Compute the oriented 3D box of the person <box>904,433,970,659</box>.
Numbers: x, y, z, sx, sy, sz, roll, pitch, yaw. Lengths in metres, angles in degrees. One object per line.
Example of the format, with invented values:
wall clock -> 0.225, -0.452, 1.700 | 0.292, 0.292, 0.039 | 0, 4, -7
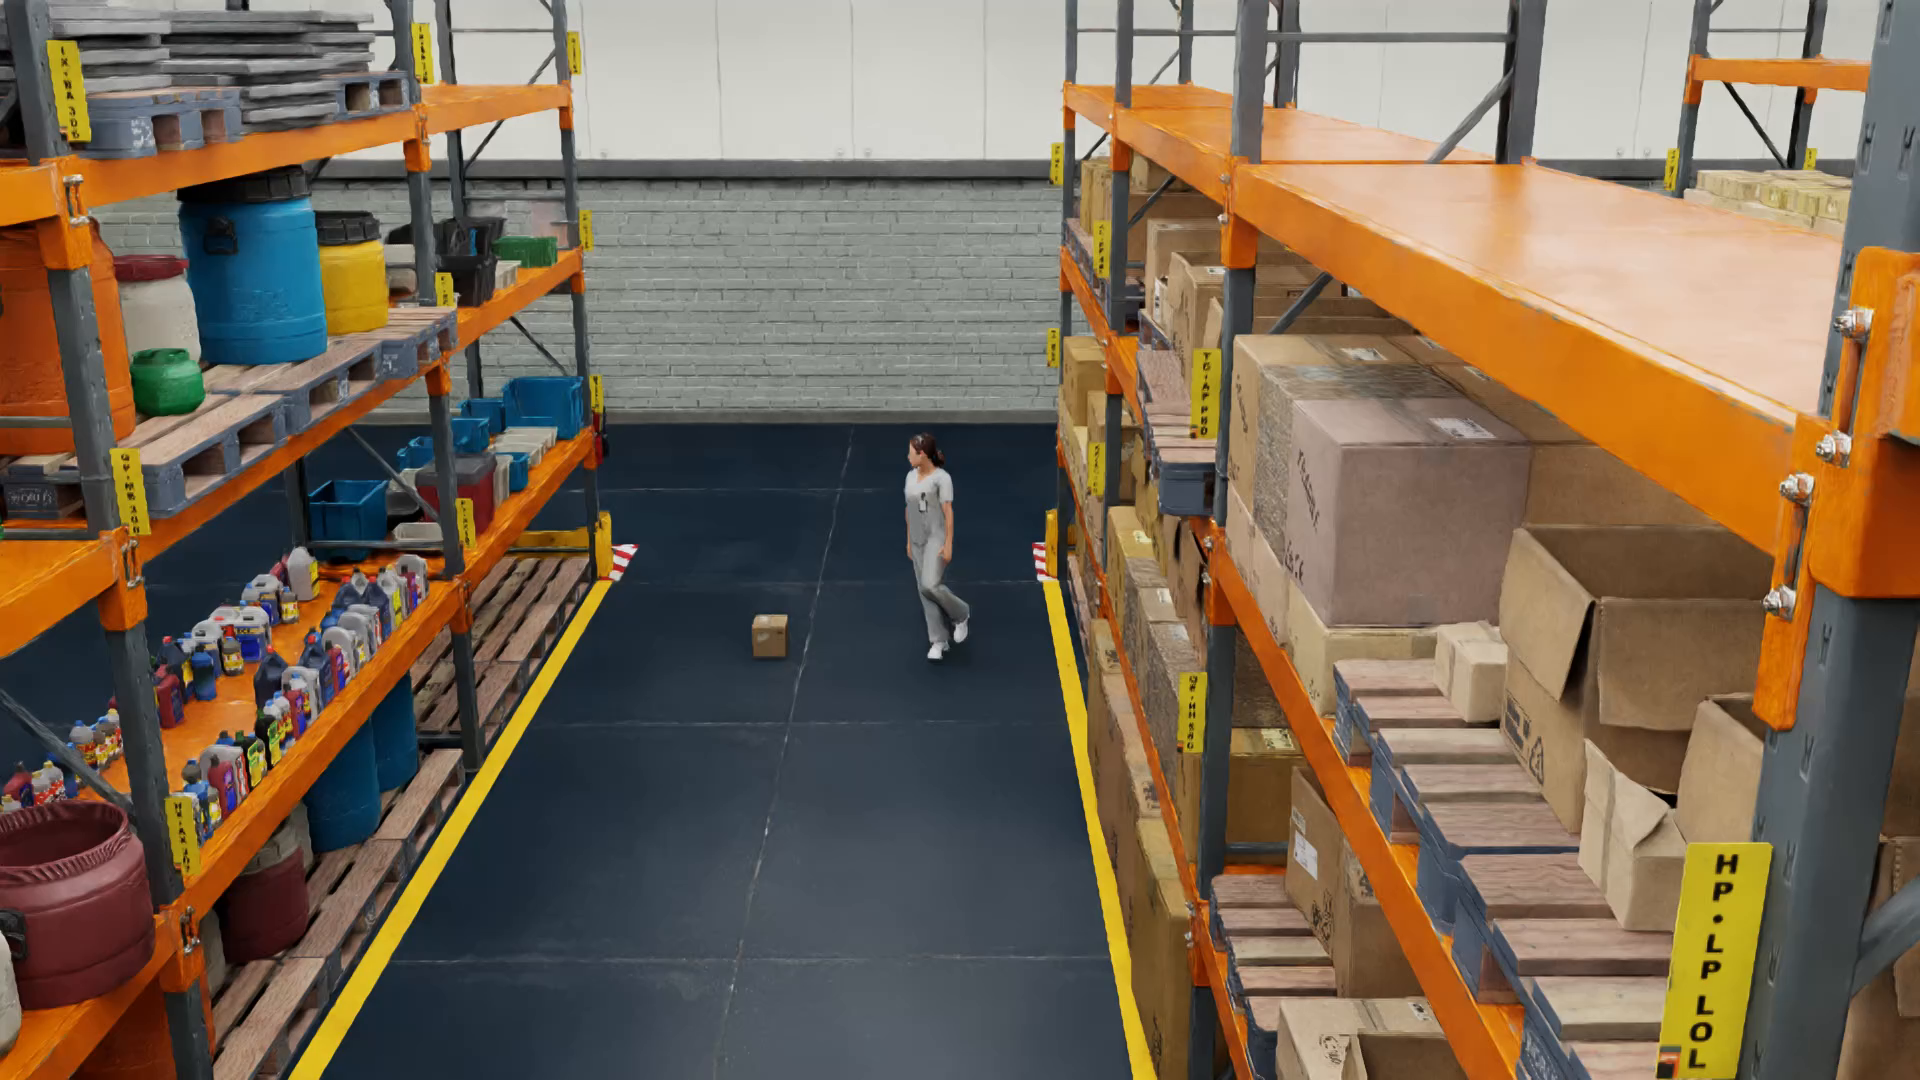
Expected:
person -> -0.231, 0.035, 12.444 | 0.565, 1.659, 0.485 | 12, 21, 34
